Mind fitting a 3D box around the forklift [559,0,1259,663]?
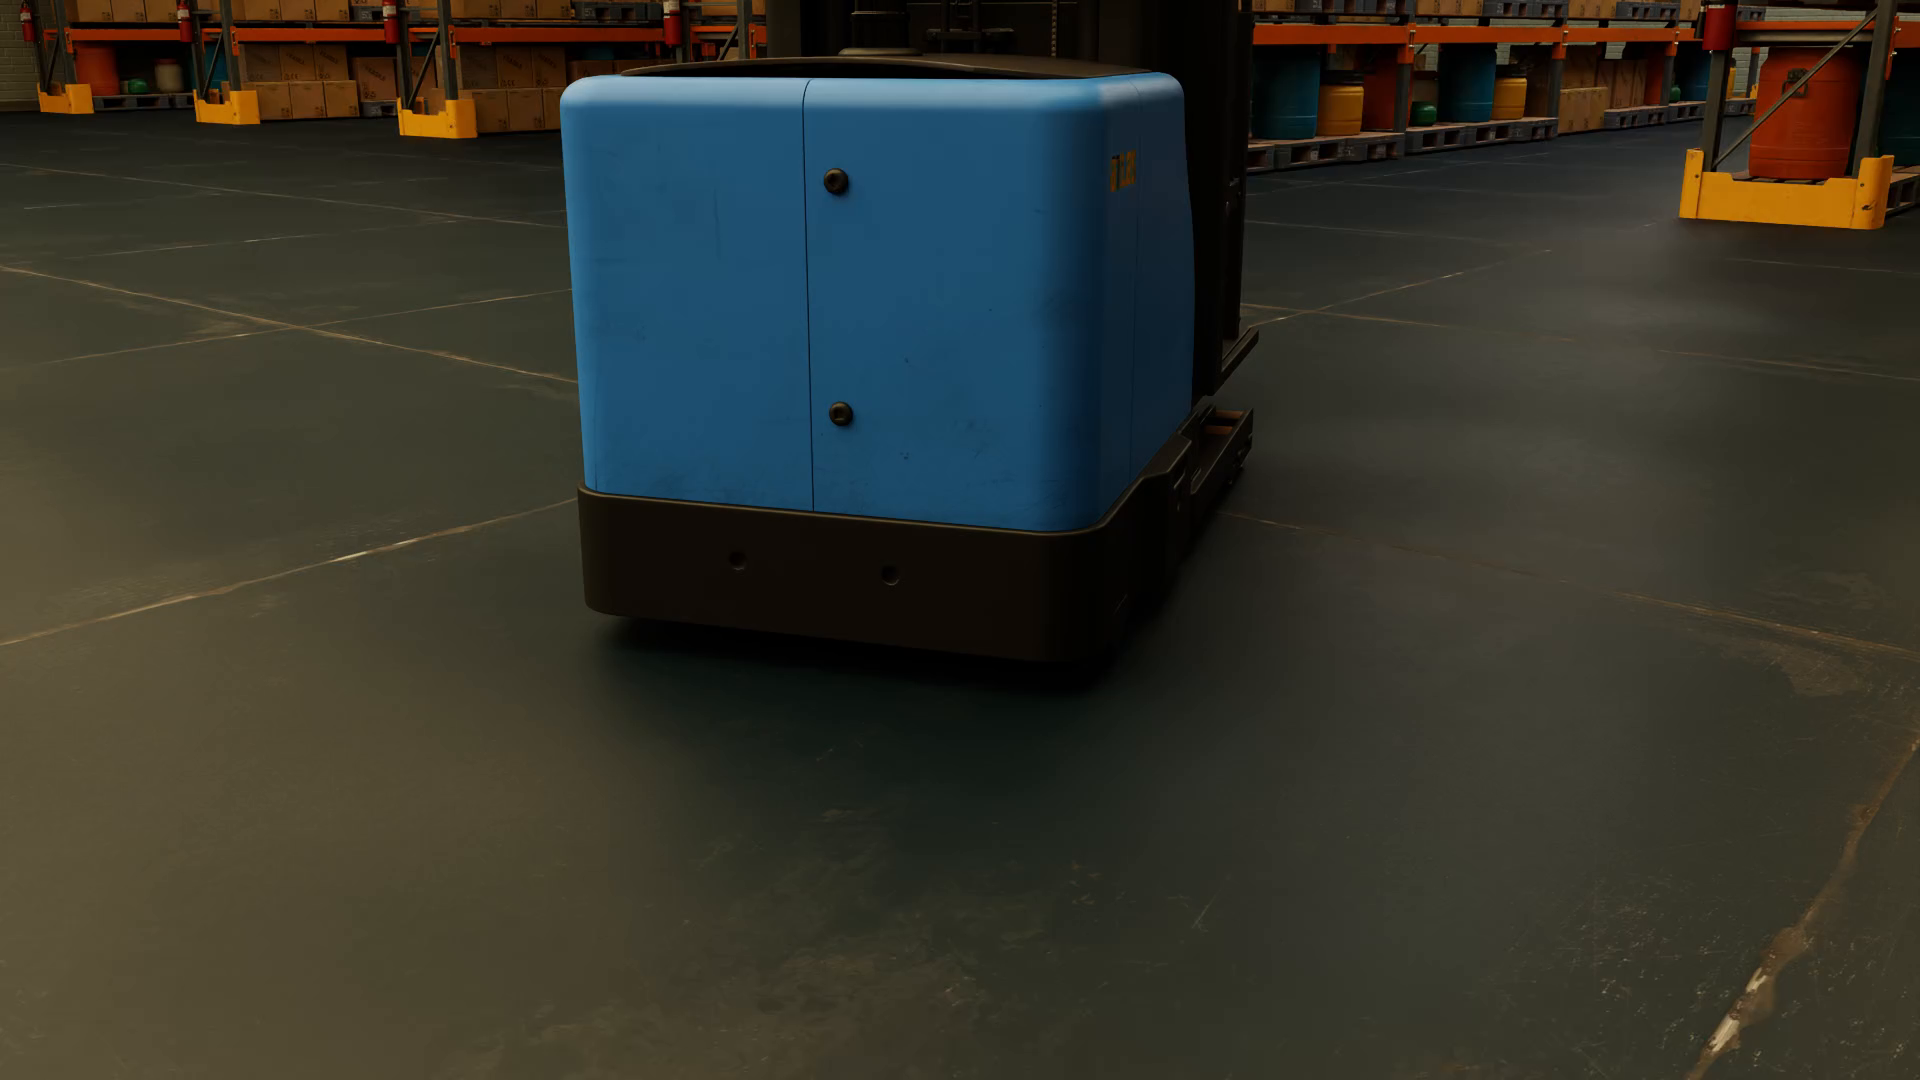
[{"bbox_3d":[0.182,-1.571,4.072,1.130,2.935,3.031,5,18,17],"label":"forklift"}]
